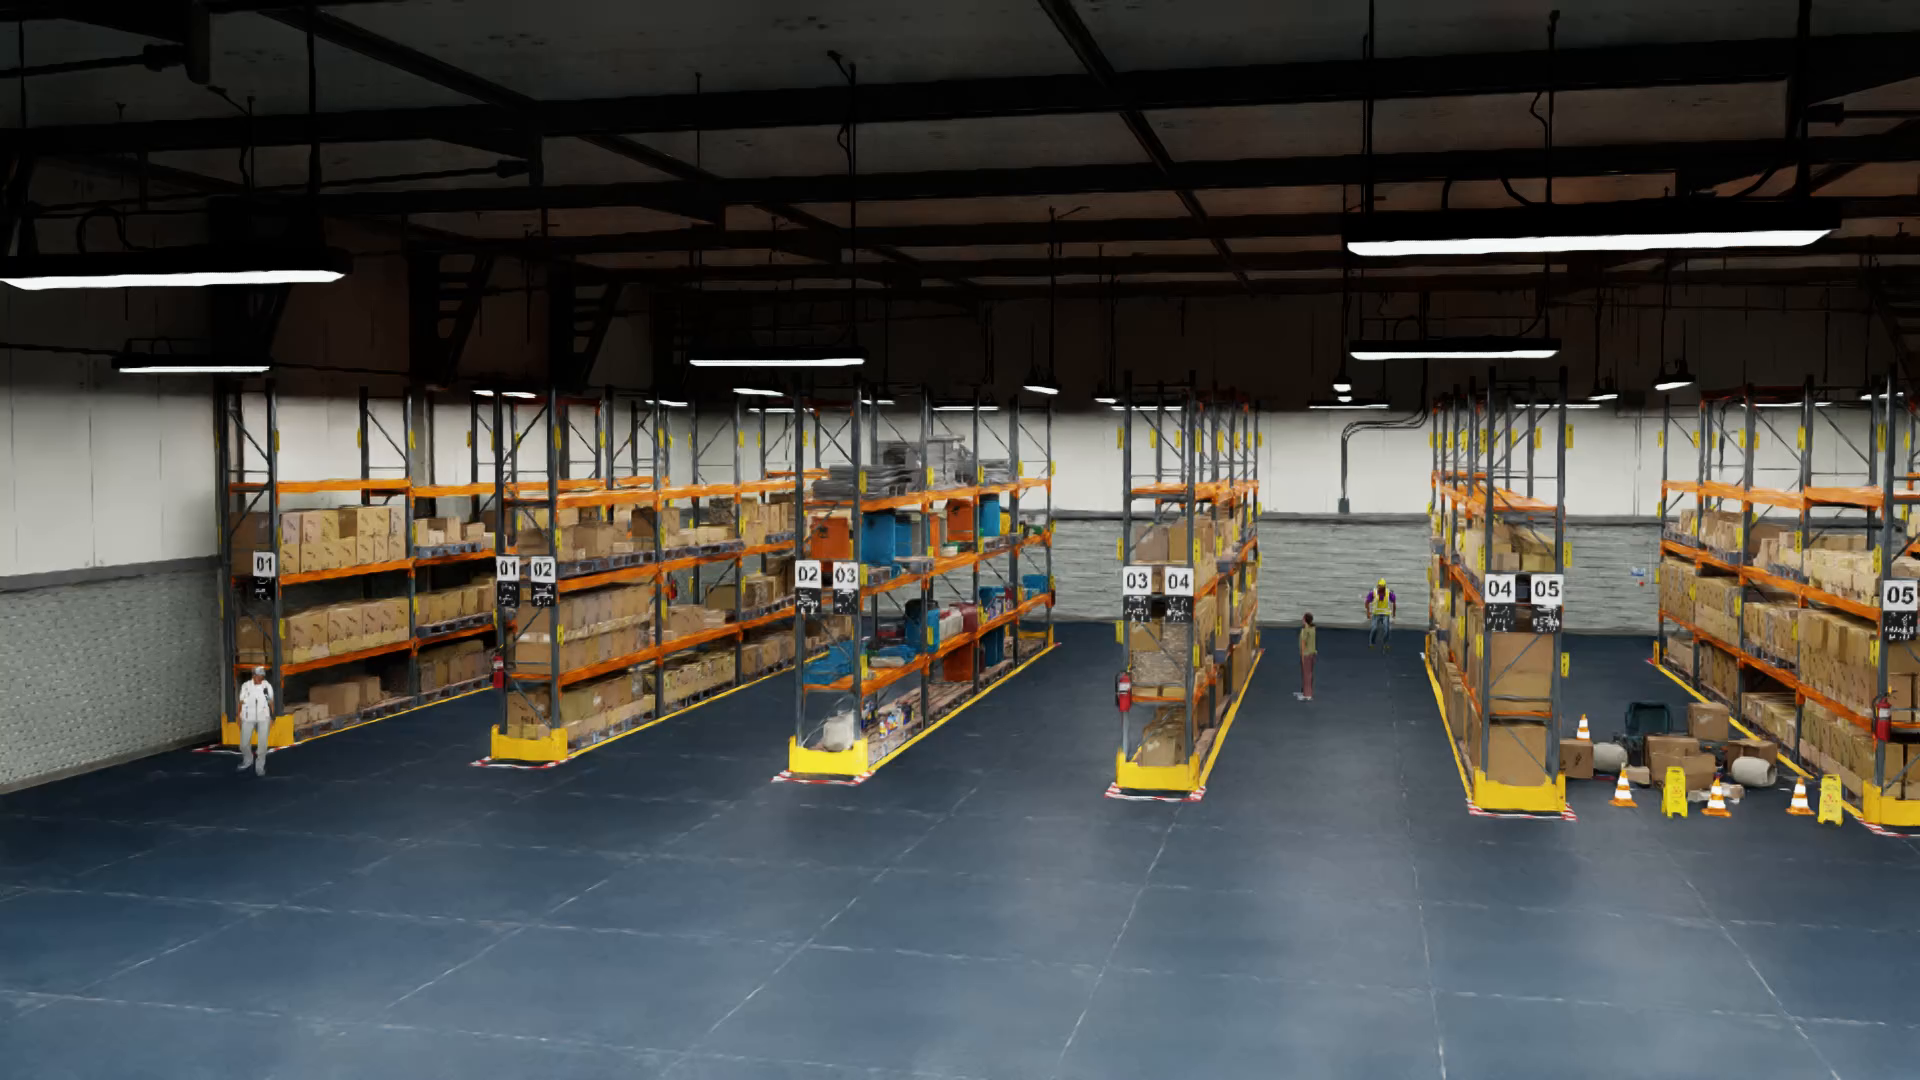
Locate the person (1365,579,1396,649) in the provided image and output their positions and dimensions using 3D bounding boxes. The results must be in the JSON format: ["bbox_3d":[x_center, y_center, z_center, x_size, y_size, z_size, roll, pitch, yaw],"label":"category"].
[{"bbox_3d":[10.062,1.769,39.768,0.719,1.713,0.578,1,3,12],"label":"person"}]

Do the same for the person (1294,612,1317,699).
[{"bbox_3d":[6.667,2.225,32.128,0.477,1.675,0.493,3,5,43],"label":"person"}]

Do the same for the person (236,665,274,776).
[{"bbox_3d":[-10.570,2.686,24.928,0.547,1.650,0.589,-1,4,-23],"label":"person"}]
